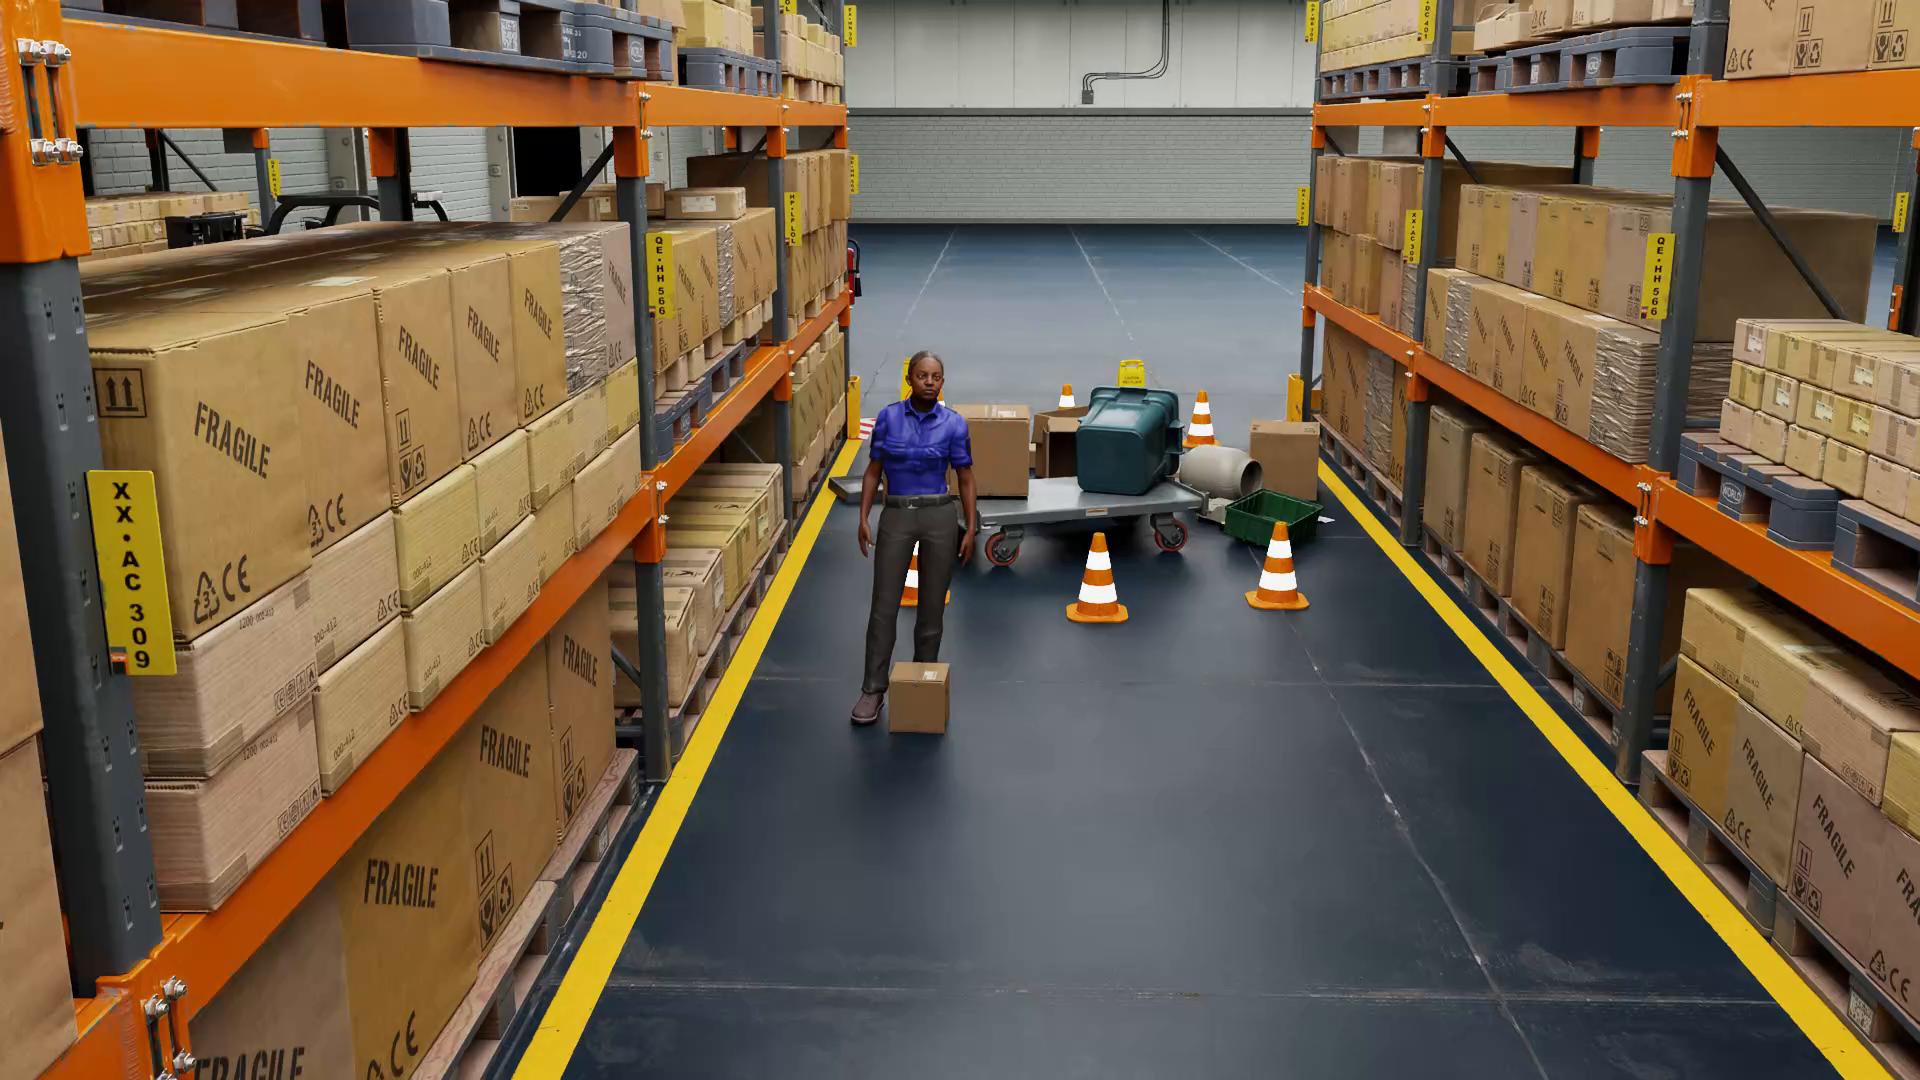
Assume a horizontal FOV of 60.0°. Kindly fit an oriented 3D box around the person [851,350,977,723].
[{"bbox_3d":[-0.210,-0.021,7.563,0.569,1.654,0.504,0,14,2],"label":"person"}]
